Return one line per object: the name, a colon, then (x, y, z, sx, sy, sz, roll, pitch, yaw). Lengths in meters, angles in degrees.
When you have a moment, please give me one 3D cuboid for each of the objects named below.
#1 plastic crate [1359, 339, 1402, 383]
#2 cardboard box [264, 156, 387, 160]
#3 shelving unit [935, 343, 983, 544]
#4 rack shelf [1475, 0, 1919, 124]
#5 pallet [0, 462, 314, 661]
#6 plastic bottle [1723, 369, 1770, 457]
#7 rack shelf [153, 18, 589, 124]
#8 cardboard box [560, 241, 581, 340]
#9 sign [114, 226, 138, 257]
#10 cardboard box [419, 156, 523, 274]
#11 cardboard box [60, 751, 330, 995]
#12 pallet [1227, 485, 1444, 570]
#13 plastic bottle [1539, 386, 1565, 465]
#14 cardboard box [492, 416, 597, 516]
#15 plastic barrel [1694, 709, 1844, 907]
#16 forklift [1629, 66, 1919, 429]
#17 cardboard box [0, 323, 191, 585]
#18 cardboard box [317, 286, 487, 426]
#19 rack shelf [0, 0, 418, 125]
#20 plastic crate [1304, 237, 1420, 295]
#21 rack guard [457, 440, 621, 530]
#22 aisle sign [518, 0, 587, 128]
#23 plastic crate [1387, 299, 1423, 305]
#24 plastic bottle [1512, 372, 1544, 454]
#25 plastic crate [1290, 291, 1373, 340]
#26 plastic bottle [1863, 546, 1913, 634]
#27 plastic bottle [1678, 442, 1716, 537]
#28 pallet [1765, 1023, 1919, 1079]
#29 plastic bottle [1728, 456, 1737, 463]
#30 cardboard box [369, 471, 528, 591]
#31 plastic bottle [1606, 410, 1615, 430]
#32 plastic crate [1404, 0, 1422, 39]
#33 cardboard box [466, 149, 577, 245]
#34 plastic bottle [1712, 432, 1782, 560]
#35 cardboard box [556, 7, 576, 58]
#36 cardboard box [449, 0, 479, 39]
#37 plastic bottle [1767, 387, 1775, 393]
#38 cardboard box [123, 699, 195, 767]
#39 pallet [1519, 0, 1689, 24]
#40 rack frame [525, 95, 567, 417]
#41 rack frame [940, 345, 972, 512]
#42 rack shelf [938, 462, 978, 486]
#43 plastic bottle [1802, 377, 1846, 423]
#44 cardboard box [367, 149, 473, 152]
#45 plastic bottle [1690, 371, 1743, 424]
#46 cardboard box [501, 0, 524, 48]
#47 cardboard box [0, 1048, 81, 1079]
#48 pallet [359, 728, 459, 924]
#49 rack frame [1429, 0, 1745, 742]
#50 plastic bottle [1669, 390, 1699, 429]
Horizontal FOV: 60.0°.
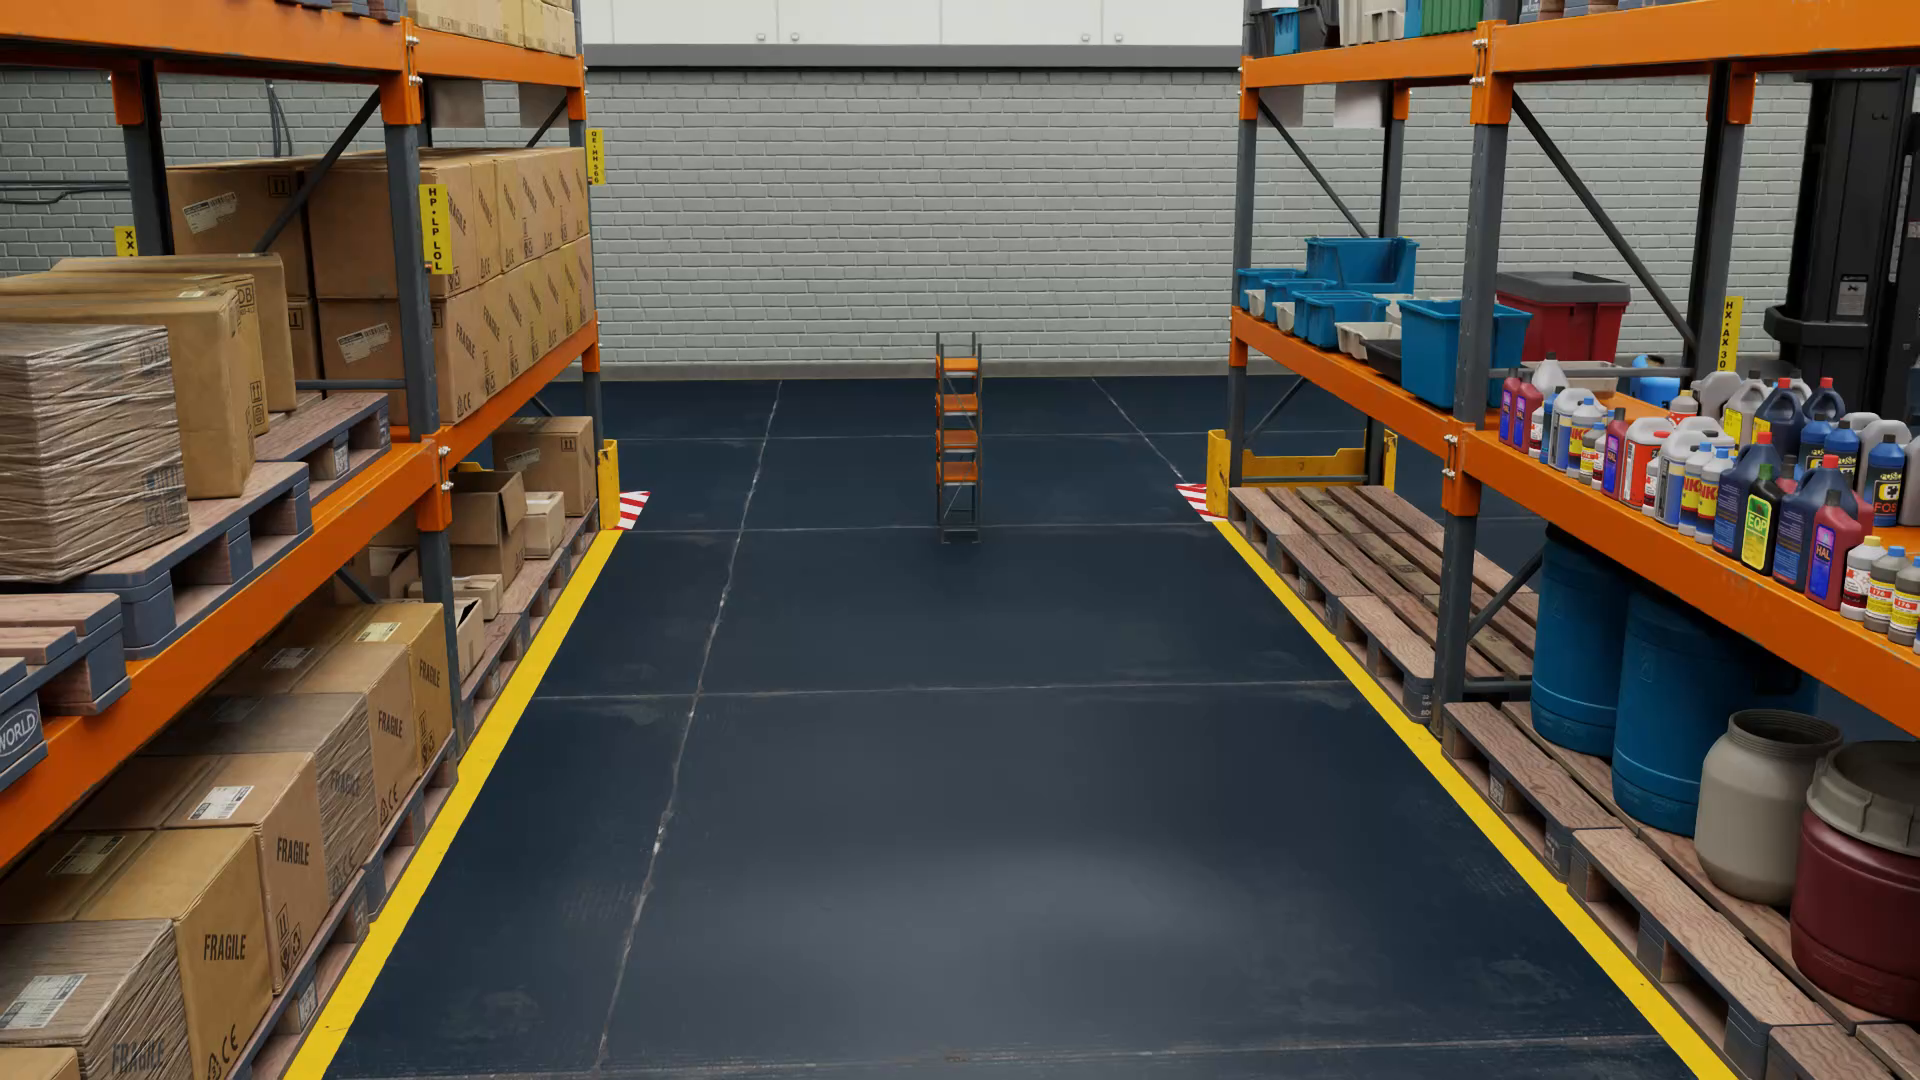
plastic crate: (2.121, -0.820, 7.626, 0.437, 0.125, 0.590, -1, 14, -3)
cardboard box: (-2.841, -1.482, 7.558, 0.500, 0.500, 0.500, -1, 14, -3)
shelving unit: (-0.010, -0.622, 10.035, 0.258, 1.200, 0.499, -1, 14, -3)
rack shelf: (2.582, -1.257, 4.316, 1.077, 0.370, 4.000, -1, 14, -3)
pallet: (-2.363, 0.030, 4.276, 1.003, 0.211, 1.213, -1, 14, -3)
plastic bottle: (2.698, -0.400, 5.662, 0.144, 0.351, 0.185, -1, 14, -3)
rack shelf: (-2.609, -2.176, 7.888, 1.077, 0.370, 4.000, -1, 14, -3)
cardboard box: (-2.398, -1.382, 9.175, 0.500, 0.500, 0.500, -1, 14, -3)
sign: (-3.027, -0.983, 6.092, 0.100, 0.325, 0.005, -1, 14, -3)
cardboard box: (-2.298, -1.485, 7.570, 0.500, 0.500, 0.500, -1, 14, -5)
cardboard box: (-2.082, 0.916, 4.582, 0.500, 0.500, 0.500, -1, 14, -5)
pallet: (2.223, -0.089, 9.947, 1.003, 0.211, 1.213, -1, 14, -3)
plastic bottle: (2.095, -0.404, 5.836, 0.097, 0.271, 0.097, 0, 14, 0)
cardboard box: (-2.454, -0.440, 9.852, 0.500, 0.500, 0.500, -1, 14, -3)
plastic barrel: (2.465, 0.805, 5.028, 0.421, 0.512, 0.421, 0, 14, 0)
forklift: (5.370, -1.282, 9.126, 3.031, 2.935, 1.130, 5, 15, 18)
cardboard box: (-2.255, -0.217, 3.806, 0.700, 0.500, 0.500, 2, 15, 7)
cardboard box: (-2.245, -0.754, 6.736, 0.500, 0.500, 0.500, -1, 14, -2)
rack shelf: (-2.362, -1.181, 4.022, 1.077, 0.370, 4.000, -1, 14, -3)
plastic crate: (2.418, -1.611, 10.075, 0.616, 0.435, 0.499, -1, 14, -3)
rack guard: (-2.729, -0.340, 10.344, 1.175, 0.500, 0.348, -1, 14, -3)
aisle sign: (-2.432, -2.850, 9.866, 0.394, 0.787, 0.004, -1, 14, -3)
plastic crate: (2.446, -1.274, 9.366, 0.396, 0.136, 0.243, -1, 14, -3)
plastic bottle: (2.064, -0.463, 6.039, 0.061, 0.283, 0.133, -1, 14, -3)
plastic crate: (1.979, -1.199, 8.882, 0.416, 0.233, 0.300, -1, 14, -3)
plastic bottle: (2.216, 0.115, 3.957, 0.097, 0.201, 0.097, 0, 14, 0)
plastic bottle: (2.159, -0.149, 4.846, 0.097, 0.271, 0.097, 0, 14, 0)
pallet: (2.616, 1.500, 3.774, 1.003, 0.211, 1.213, -1, 14, -3)
plastic bottle: (2.302, -0.151, 4.994, 0.097, 0.201, 0.097, 0, 14, 0)
cardboard box: (-2.607, -0.046, 8.311, 0.797, 0.503, 0.637, -1, 14, -3)
plastic bottle: (2.253, -0.348, 5.759, 0.097, 0.201, 0.097, 0, 14, 0)
plastic crate: (2.084, -2.243, 7.041, 0.416, 0.233, 0.300, -1, 14, -3)
cardboard box: (-2.399, -1.870, 9.067, 0.500, 0.500, 0.500, 0, 14, -2)
plastic bottle: (2.197, -0.129, 4.607, 0.144, 0.351, 0.185, -1, 14, -3)
cardboard box: (-2.438, -2.826, 9.270, 0.500, 0.250, 0.500, -1, 14, -3)
cardboard box: (-2.296, -2.204, 6.853, 0.500, 0.250, 0.500, -1, 14, -3)
plastic bottle: (2.828, -0.406, 5.834, 0.152, 0.276, 0.135, -1, 14, -3)
cardboard box: (-2.631, 0.804, 5.015, 0.500, 0.500, 0.500, -1, 14, -3)
pallet: (0.245, 0.091, 3.629, 6.198, 3.011, 5.144, -1, 14, -3)
rack frame: (-2.737, -1.569, 10.106, 0.949, 2.616, 0.053, -1, 14, -3)
rack frame: (-0.025, -0.683, 10.273, 0.228, 1.046, 0.006, -1, 14, -3)
rack shelf: (-0.010, -0.403, 10.093, 0.221, 0.050, 0.457, -1, 14, -3)
plastic bottle: (2.854, -0.357, 5.492, 0.144, 0.351, 0.185, -1, 14, -3)
cardboard box: (-2.929, -1.858, 9.019, 0.500, 0.500, 0.500, -1, 14, -3)
plastic bottle: (2.806, -0.497, 6.187, 0.152, 0.276, 0.135, -1, 14, -3)
cardboard box: (-2.359, -2.452, 7.819, 0.500, 0.250, 0.500, -1, 14, -3)
cardboard box: (-1.981, 1.300, 3.087, 0.500, 0.500, 0.500, 0, 14, -1)
pallet: (-2.397, 0.978, 5.803, 1.003, 0.211, 1.213, -1, 14, -3)
rack frame: (2.459, -0.650, 6.533, 1.000, 3.000, 0.127, -1, 14, -3)
plastic bottle: (2.682, -0.454, 6.171, 0.097, 0.201, 0.097, 0, 14, 0)
